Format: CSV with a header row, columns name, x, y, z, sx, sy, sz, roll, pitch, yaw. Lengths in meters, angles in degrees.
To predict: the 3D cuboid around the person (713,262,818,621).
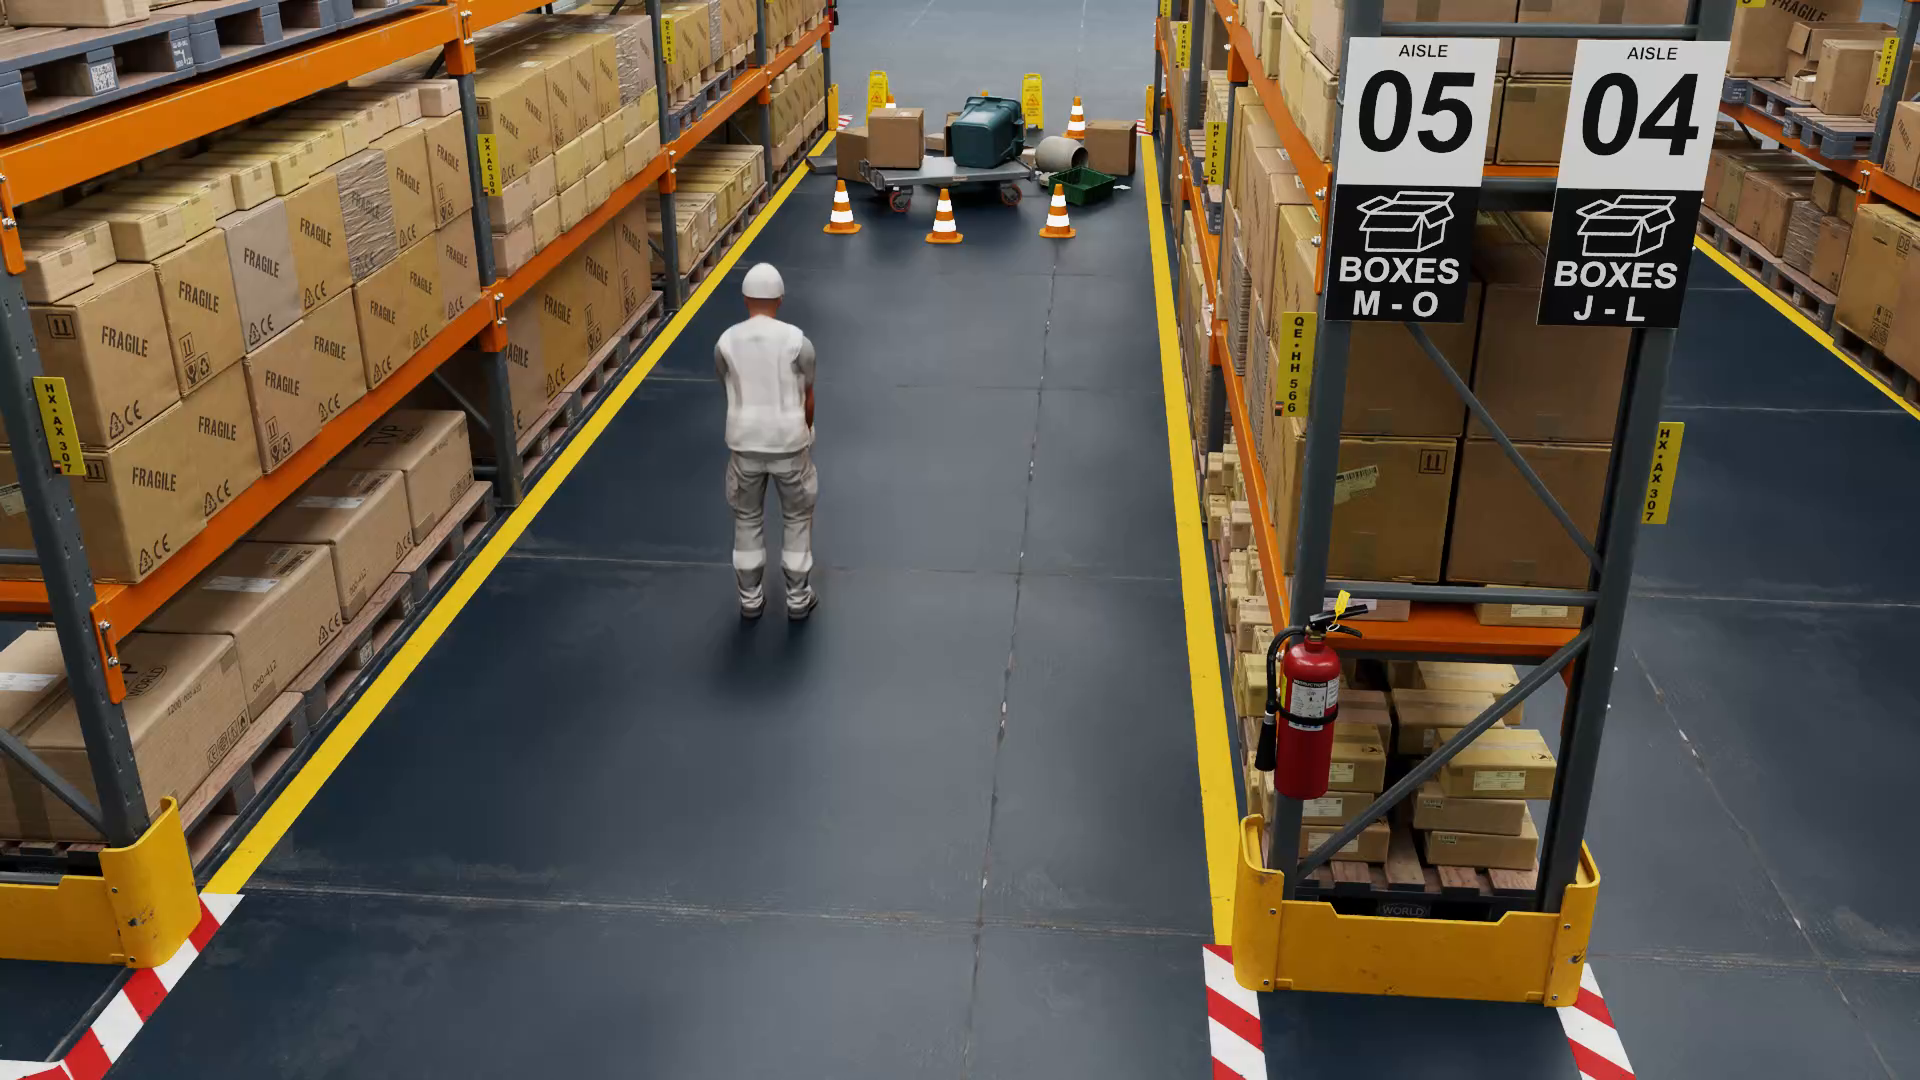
name,x,y,z,sx,sy,sz,roll,pitch,yaw
person,-0.935,-0.489,8.188,0.489,1.763,0.587,1,24,3
